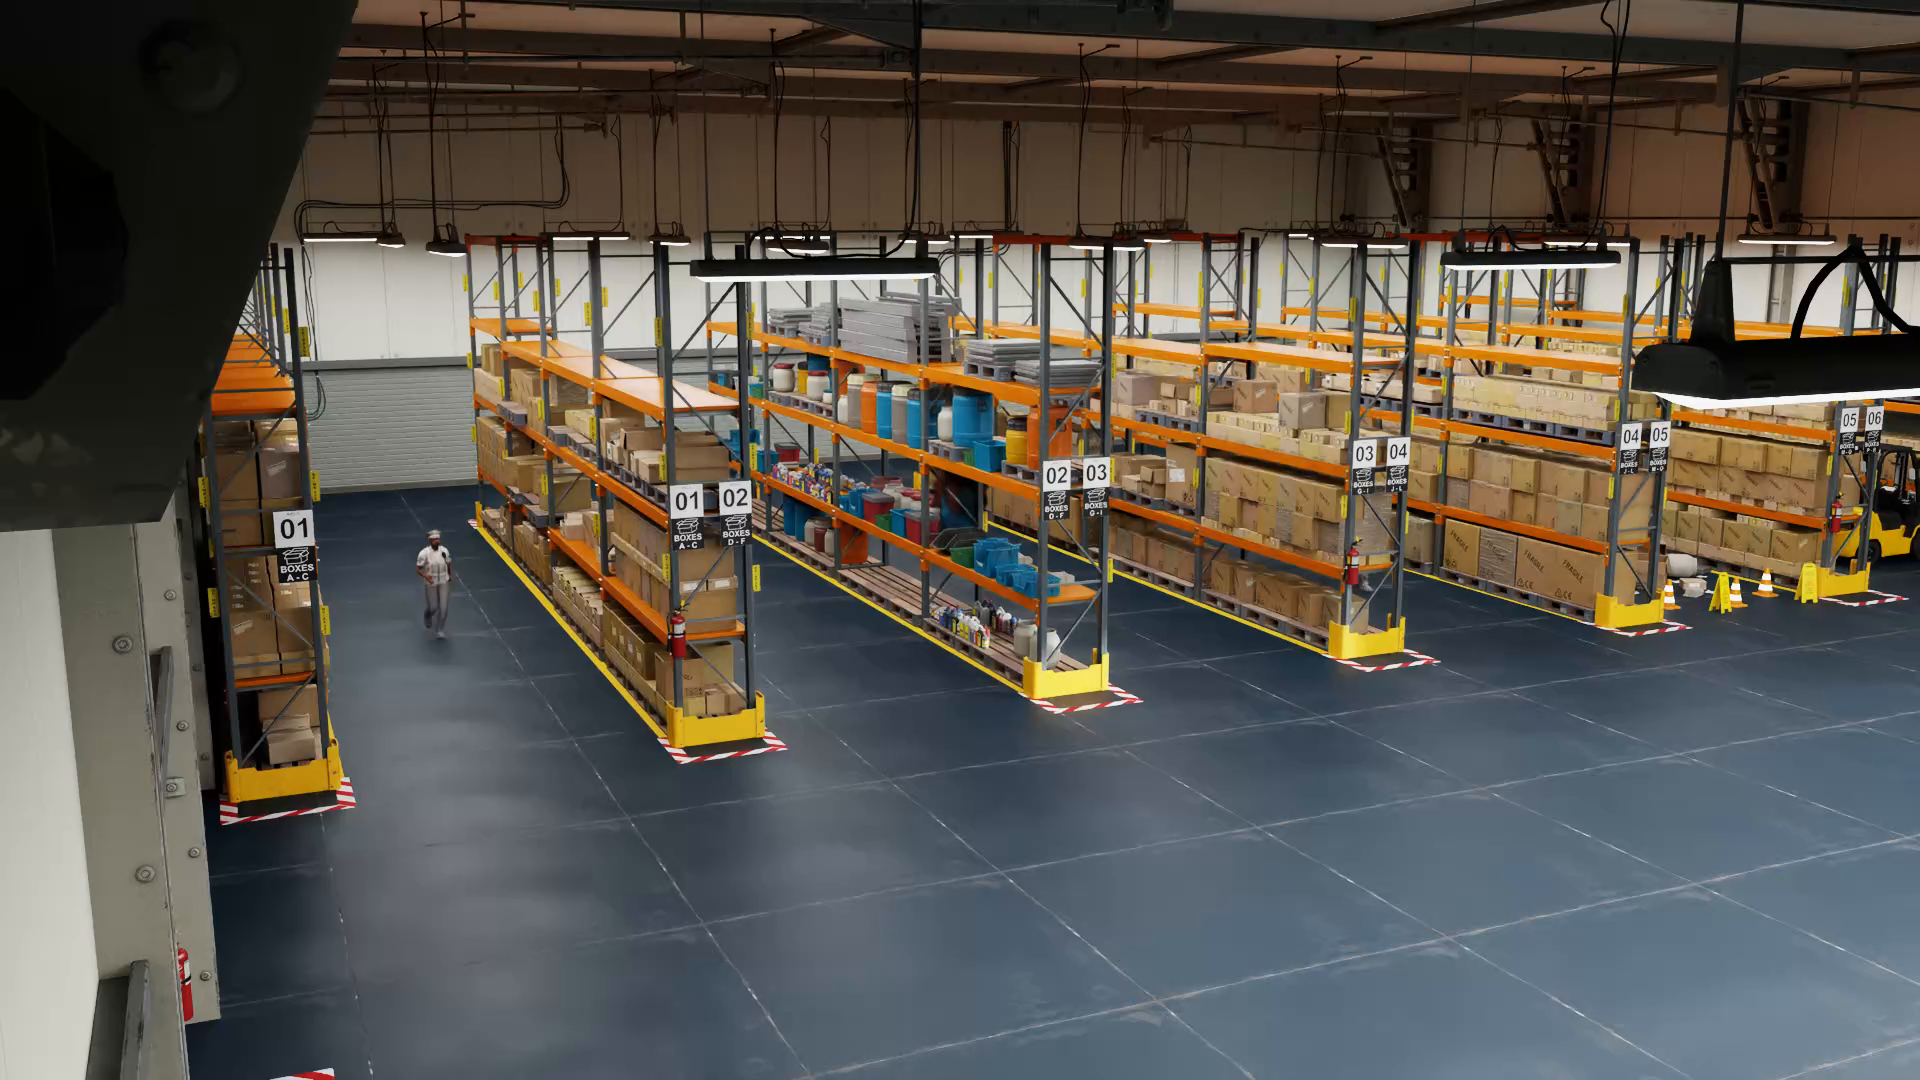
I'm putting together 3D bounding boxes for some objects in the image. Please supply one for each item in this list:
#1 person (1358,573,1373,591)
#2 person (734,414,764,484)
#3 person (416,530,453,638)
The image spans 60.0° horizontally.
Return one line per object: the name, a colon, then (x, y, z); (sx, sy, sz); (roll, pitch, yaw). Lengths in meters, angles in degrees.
person: (6.943, -0.004, 28.666); (0.702, 1.726, 0.598); (-6, 13, -30)
person: (-5.033, -2.172, 39.715); (0.773, 1.794, 0.644); (-1, 11, -3)
person: (-8.016, 0.647, 25.446); (0.562, 1.655, 0.589); (-7, 13, -33)
